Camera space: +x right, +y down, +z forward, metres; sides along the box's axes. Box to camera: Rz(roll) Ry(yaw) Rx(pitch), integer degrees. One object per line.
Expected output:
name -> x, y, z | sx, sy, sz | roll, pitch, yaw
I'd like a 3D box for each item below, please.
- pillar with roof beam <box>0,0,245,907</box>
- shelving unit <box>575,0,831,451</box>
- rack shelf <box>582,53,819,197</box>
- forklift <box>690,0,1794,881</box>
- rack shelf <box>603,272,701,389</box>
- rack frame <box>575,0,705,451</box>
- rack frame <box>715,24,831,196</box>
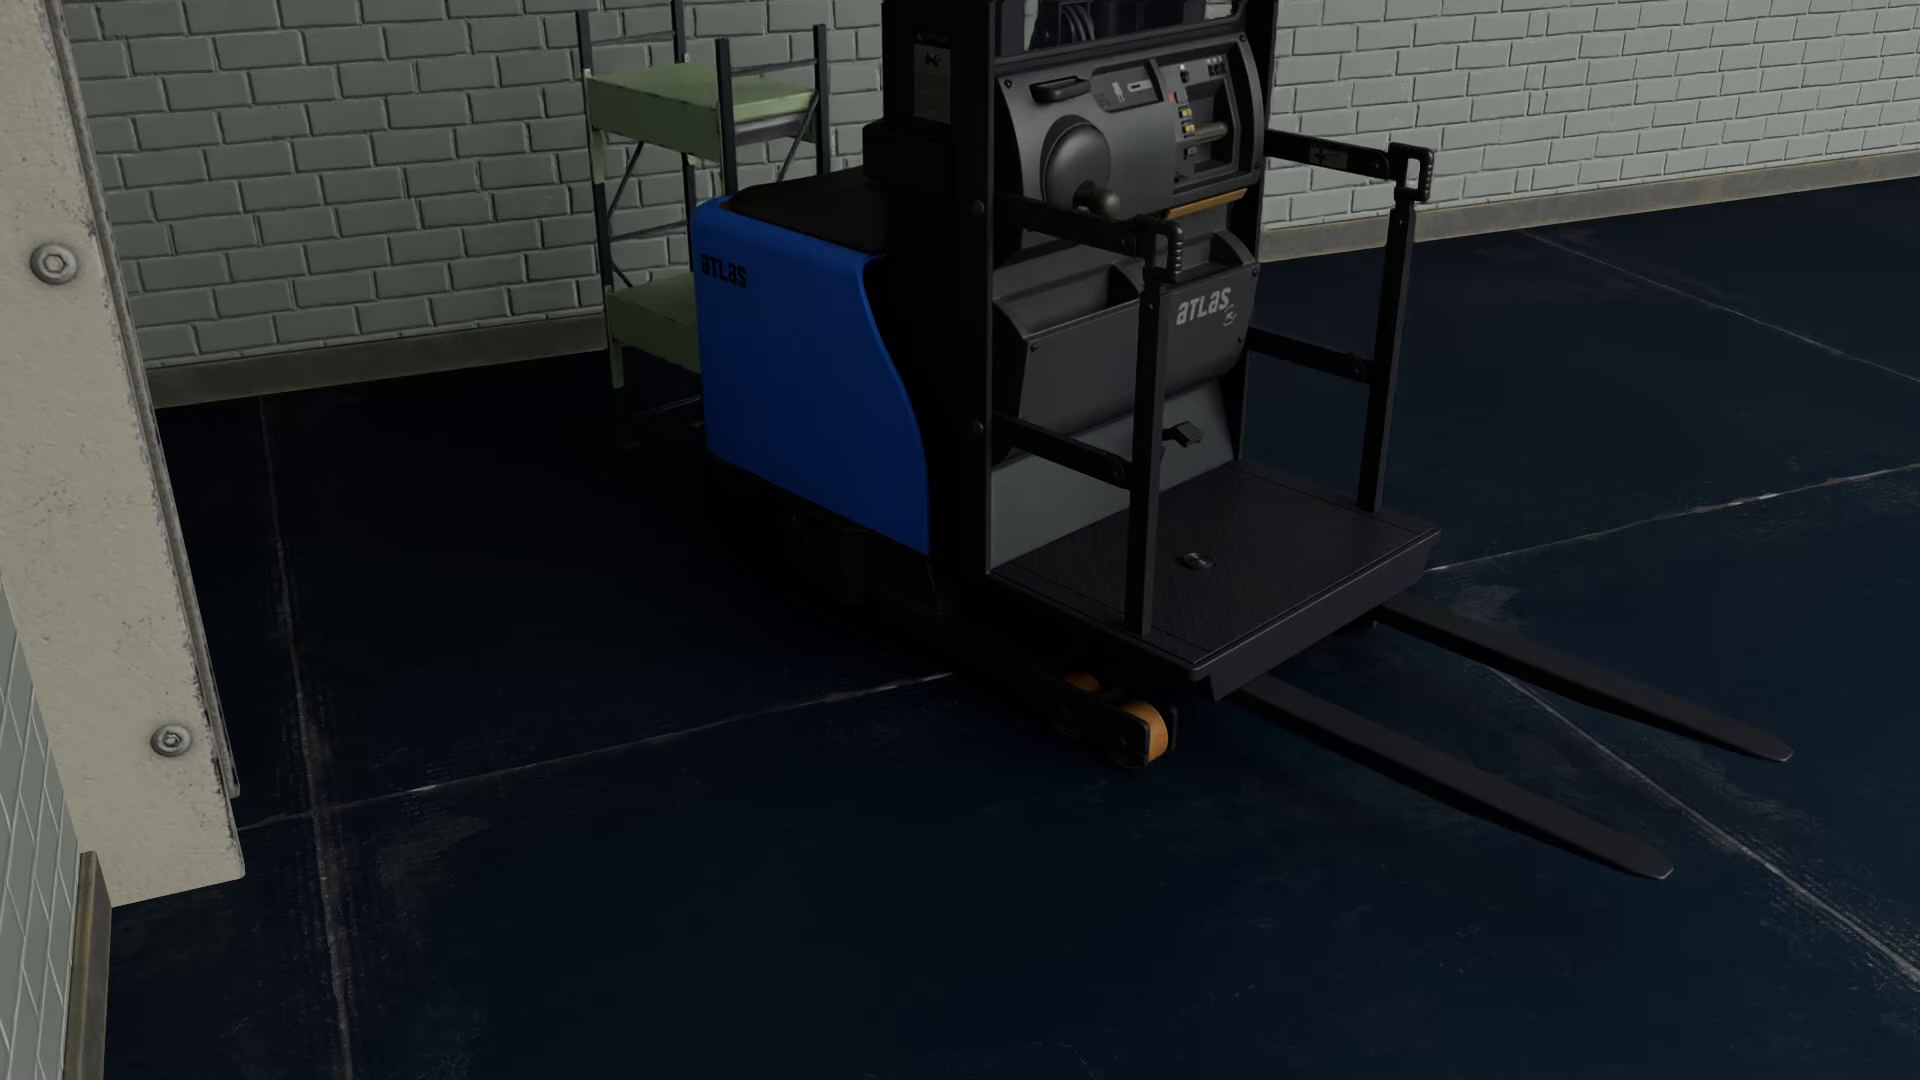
pillar with roof beam -> 2.146, -4.085, 3.361 | 9.100, 9.000, 0.400 | -11, 28, -21
shelving unit -> -0.810, -0.939, 5.465 | 0.431, 1.500, 0.755 | -23, 34, -39
rack shelf -> -0.810, -1.290, 5.293 | 0.431, 0.370, 0.720 | -23, 34, -39
forklift -> 0.592, -1.011, 3.979 | 1.130, 2.935, 3.031 | -23, 34, -39
rack shelf -> -0.810, -0.646, 5.608 | 0.431, 0.370, 0.720 | -23, 34, -39
rack frame -> -1.066, -1.054, 5.700 | 0.400, 1.500, 0.023 | -23, 34, -39
rack frame -> -0.554, -0.825, 5.229 | 0.400, 1.500, 0.023 | -23, 34, -39
